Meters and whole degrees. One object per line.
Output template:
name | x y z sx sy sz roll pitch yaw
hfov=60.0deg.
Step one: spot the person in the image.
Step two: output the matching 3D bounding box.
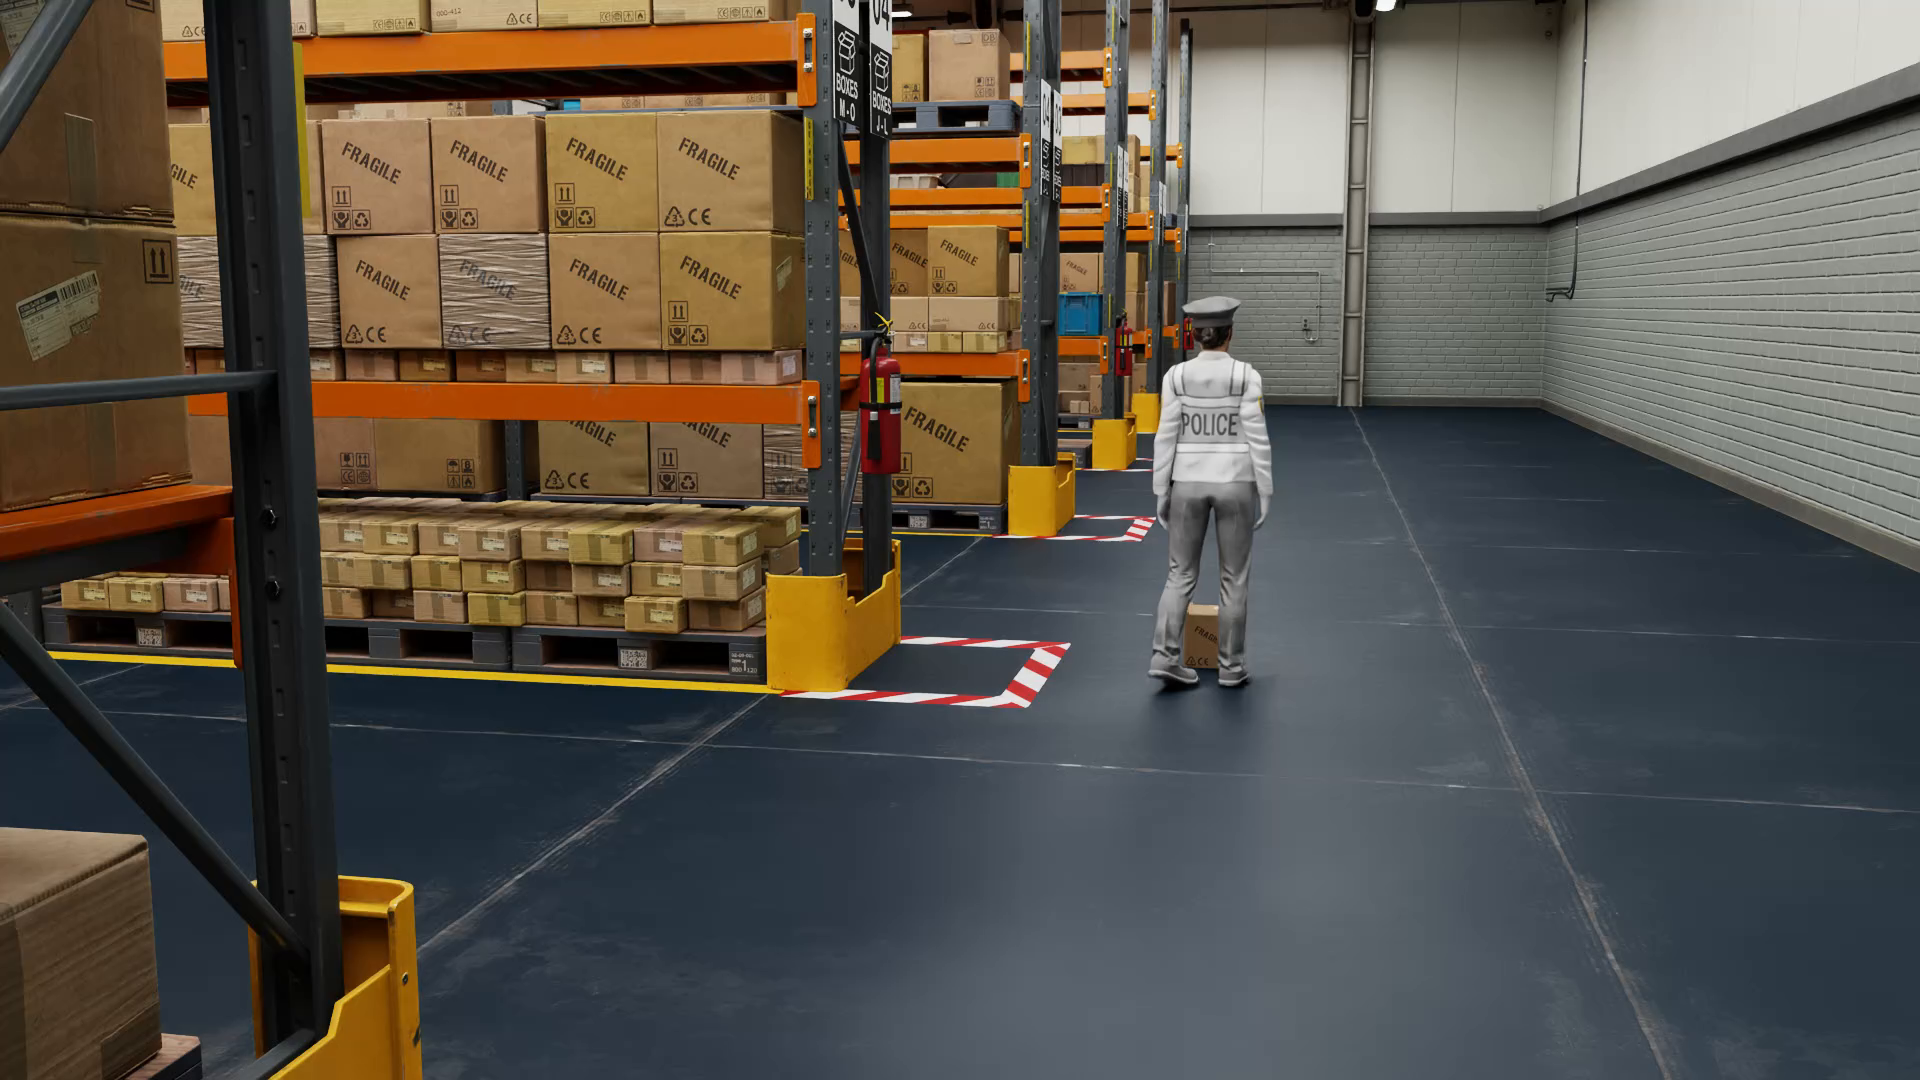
person | 1.088 -0.202 7.129 0.503 1.675 0.453 3 9 18
